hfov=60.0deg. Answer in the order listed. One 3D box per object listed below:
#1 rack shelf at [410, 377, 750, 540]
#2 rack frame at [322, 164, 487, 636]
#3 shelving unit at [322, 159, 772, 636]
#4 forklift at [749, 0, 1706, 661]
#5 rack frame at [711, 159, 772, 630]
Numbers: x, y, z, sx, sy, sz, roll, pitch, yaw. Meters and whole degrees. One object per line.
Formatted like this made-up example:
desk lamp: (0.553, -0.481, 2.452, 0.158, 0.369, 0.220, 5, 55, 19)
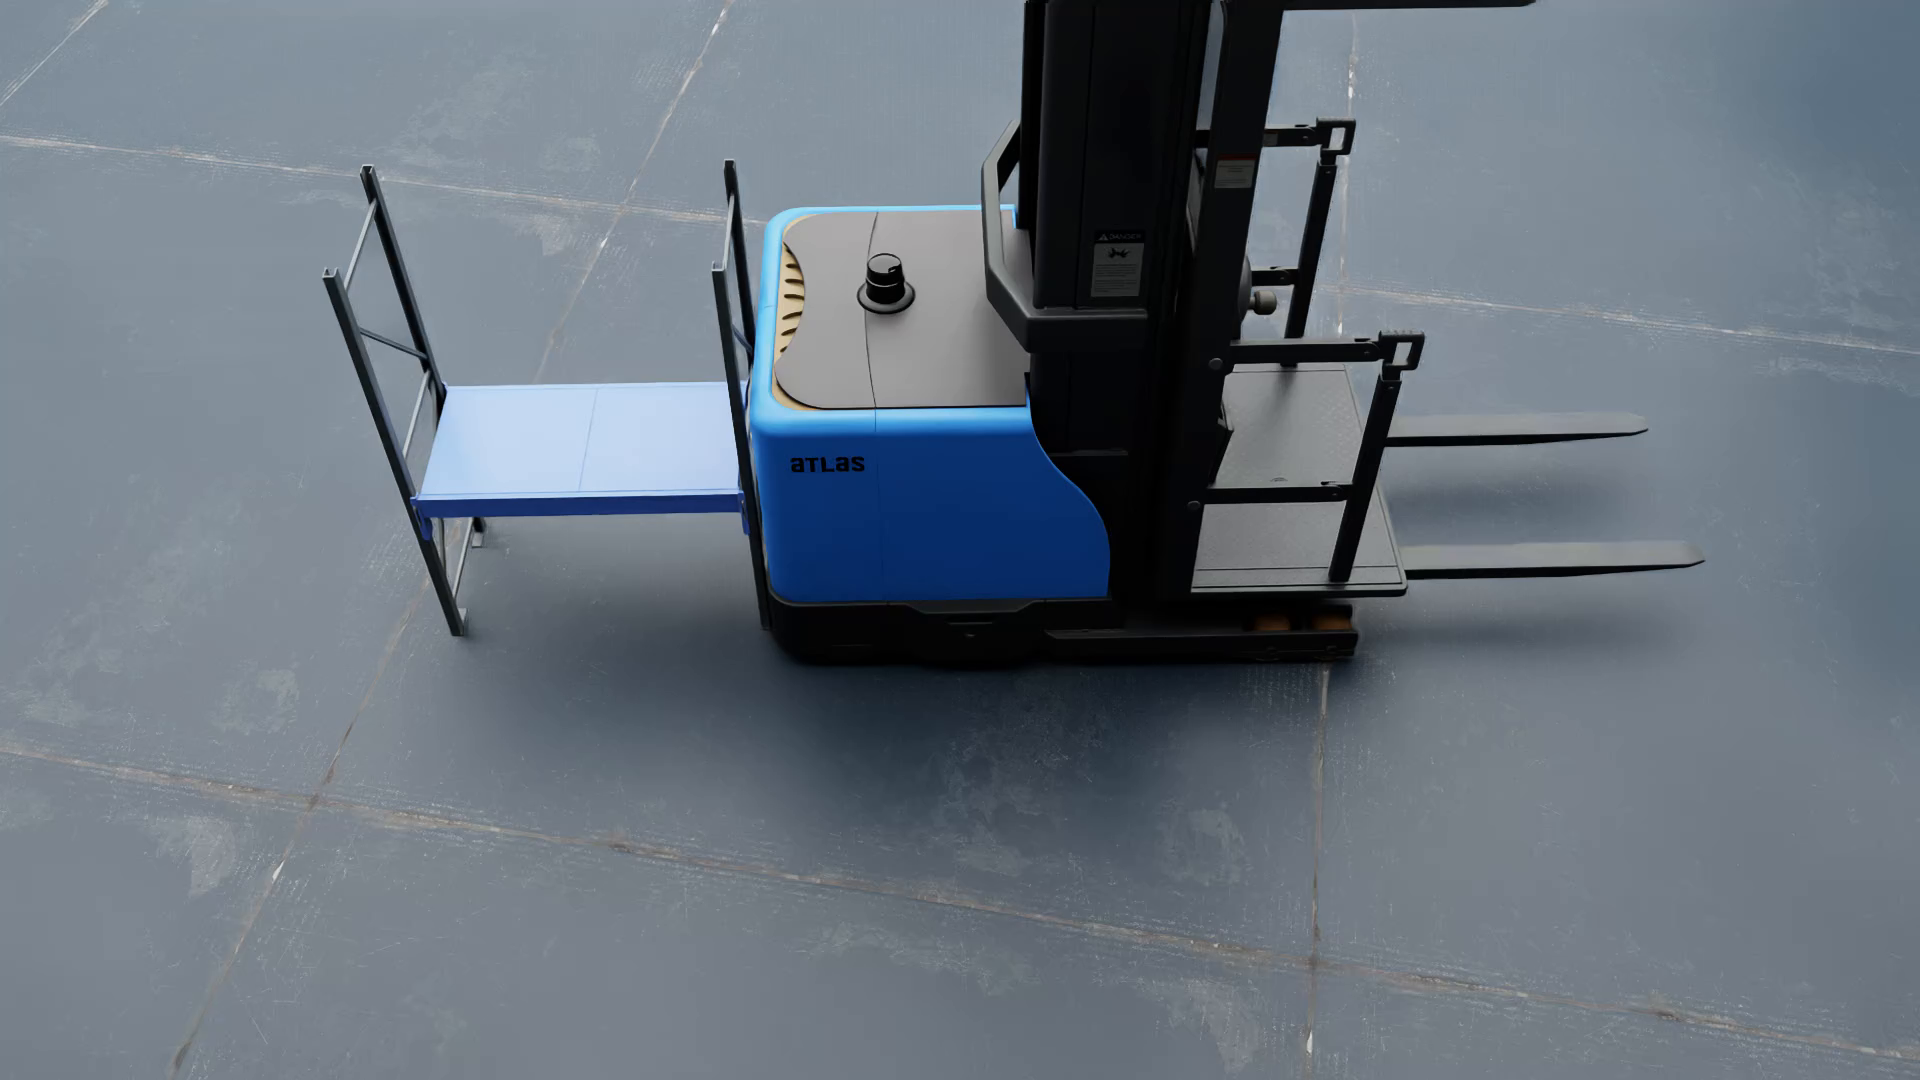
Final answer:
rack shelf: (-1.153, -0.261, 5.218, 1.000, 0.185, 0.538, -1, 48, -1)
rack frame: (-1.661, -0.372, 5.076, 0.032, 1.500, 0.500, -1, 48, -1)
shelving unit: (-1.153, -0.381, 5.084, 1.048, 1.500, 0.538, -1, 48, -1)
forklift: (0.897, -0.983, 4.663, 3.031, 2.935, 1.130, -1, 48, -1)
rack frame: (-0.644, -0.391, 5.093, 0.032, 1.500, 0.500, -1, 48, -1)
